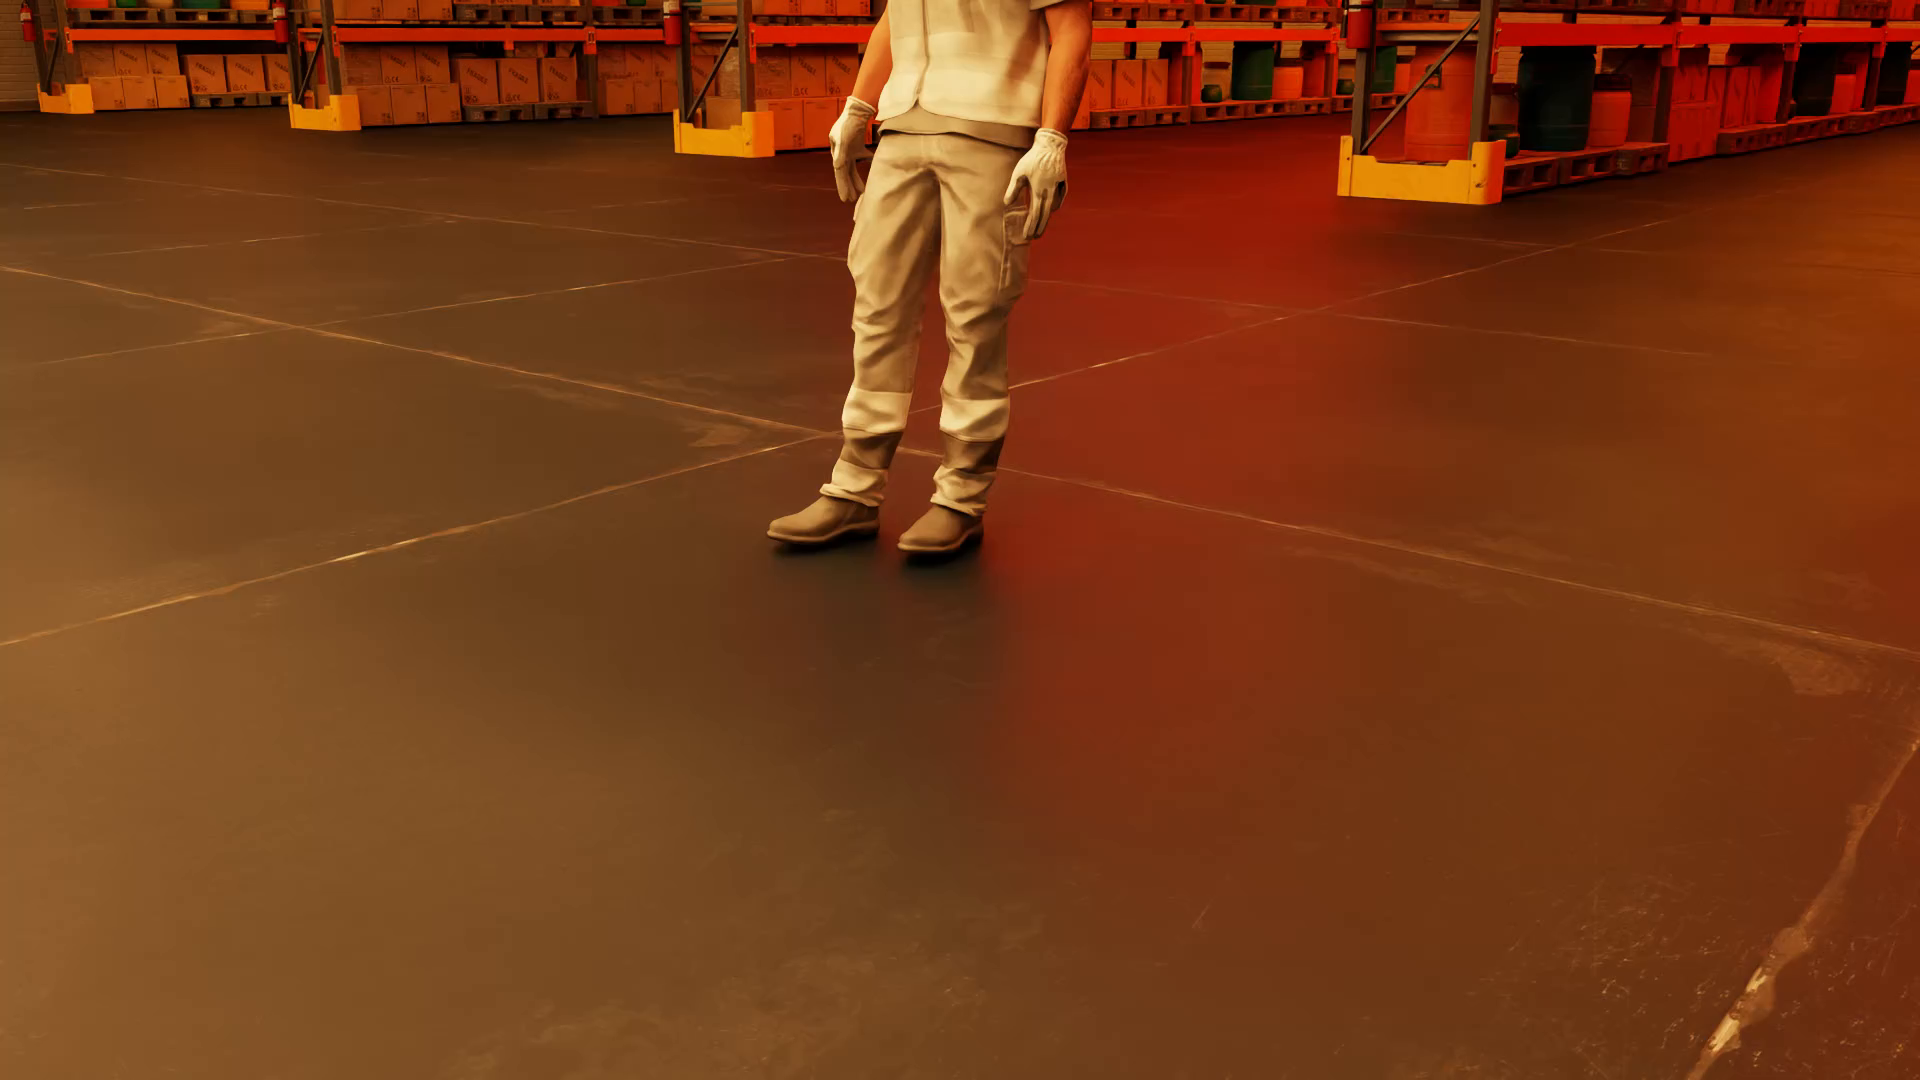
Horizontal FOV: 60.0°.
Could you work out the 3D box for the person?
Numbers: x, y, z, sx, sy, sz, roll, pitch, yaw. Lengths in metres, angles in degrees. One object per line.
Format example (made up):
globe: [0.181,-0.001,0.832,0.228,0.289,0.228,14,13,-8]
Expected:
person: [-0.061,-0.848,3.629,0.637,1.787,0.564,13,21,37]
